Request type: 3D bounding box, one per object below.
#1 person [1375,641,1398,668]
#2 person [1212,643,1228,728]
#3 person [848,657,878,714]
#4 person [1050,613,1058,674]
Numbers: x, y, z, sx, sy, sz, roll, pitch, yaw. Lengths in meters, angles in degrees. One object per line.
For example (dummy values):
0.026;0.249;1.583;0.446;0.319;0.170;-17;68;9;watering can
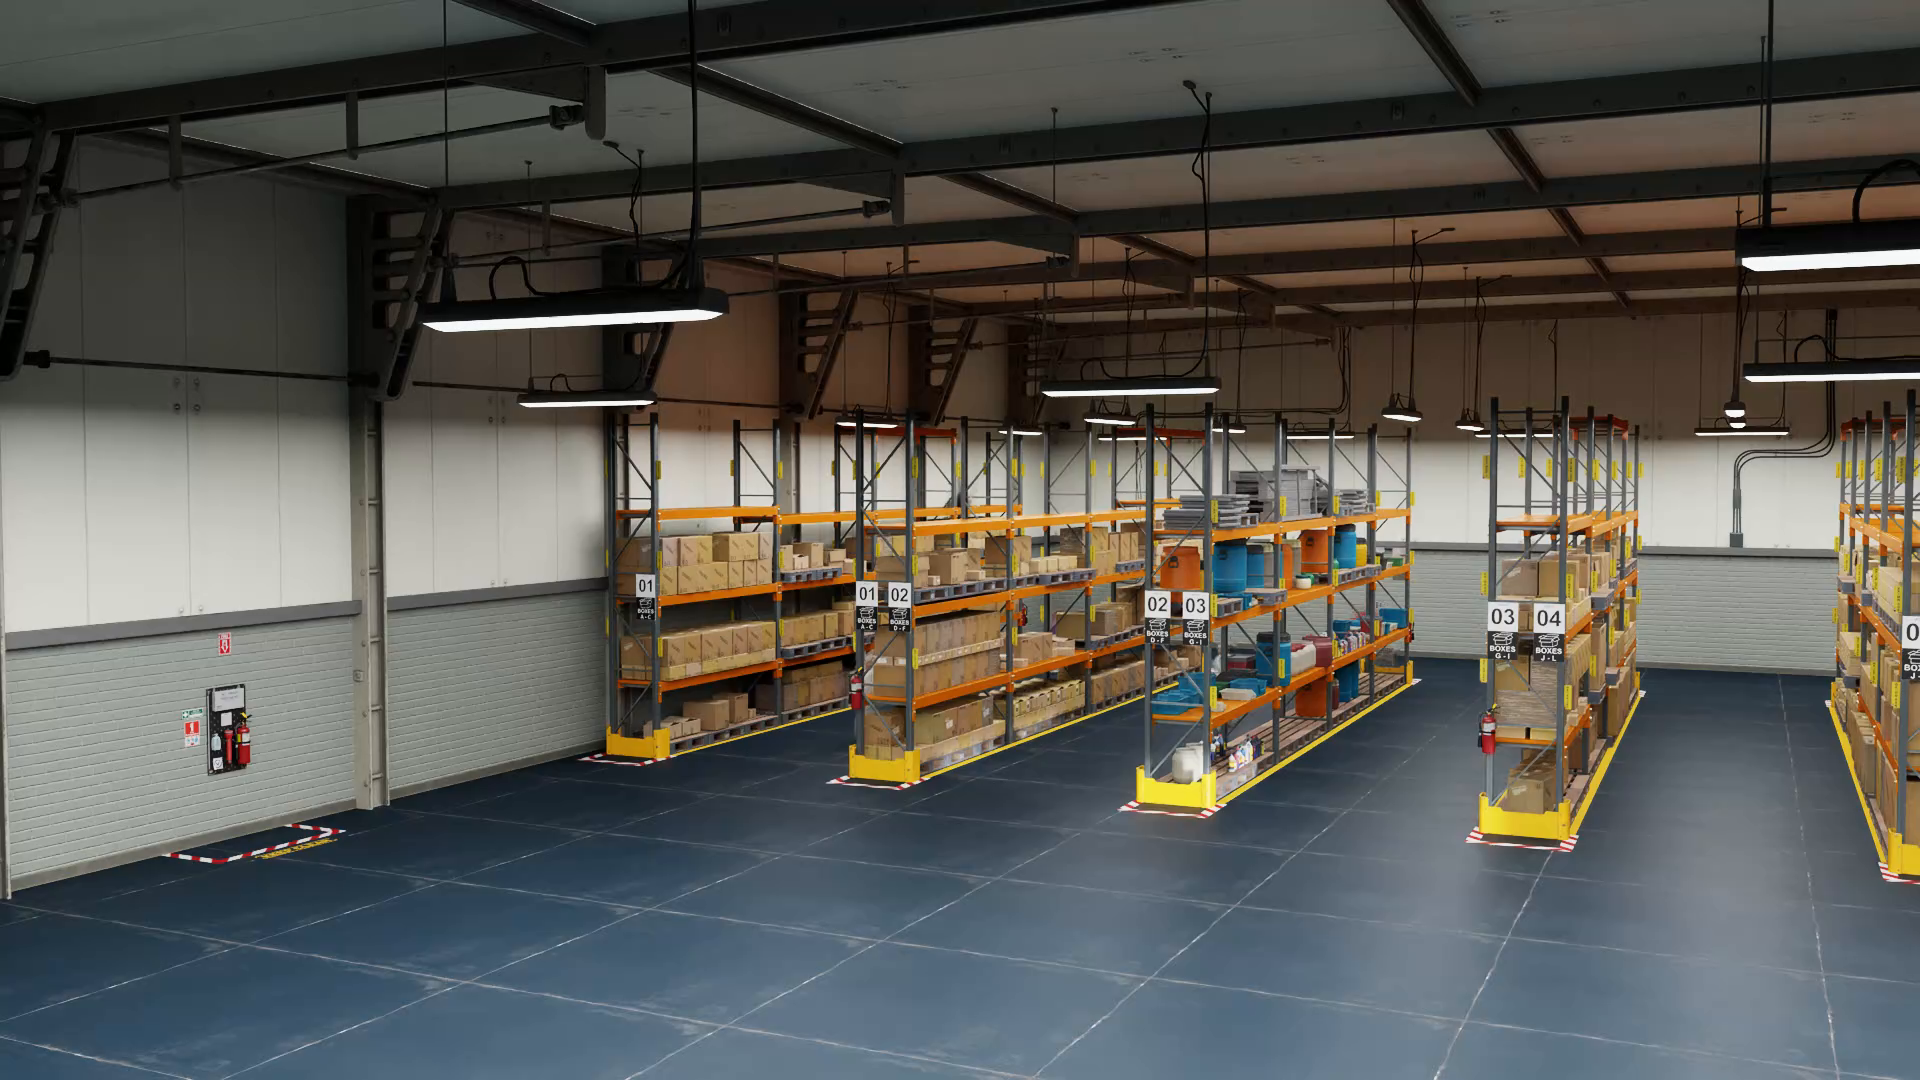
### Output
10.667;2.478;41.230;0.659;1.558;1.135;-2;3;-36;person
5.089;2.823;32.300;0.473;1.696;0.602;-1;3;-32;person
-1.697;2.958;30.679;0.649;1.640;0.786;-1;3;-20;person
2.261;2.524;40.601;0.508;1.532;0.697;2;3;37;person
